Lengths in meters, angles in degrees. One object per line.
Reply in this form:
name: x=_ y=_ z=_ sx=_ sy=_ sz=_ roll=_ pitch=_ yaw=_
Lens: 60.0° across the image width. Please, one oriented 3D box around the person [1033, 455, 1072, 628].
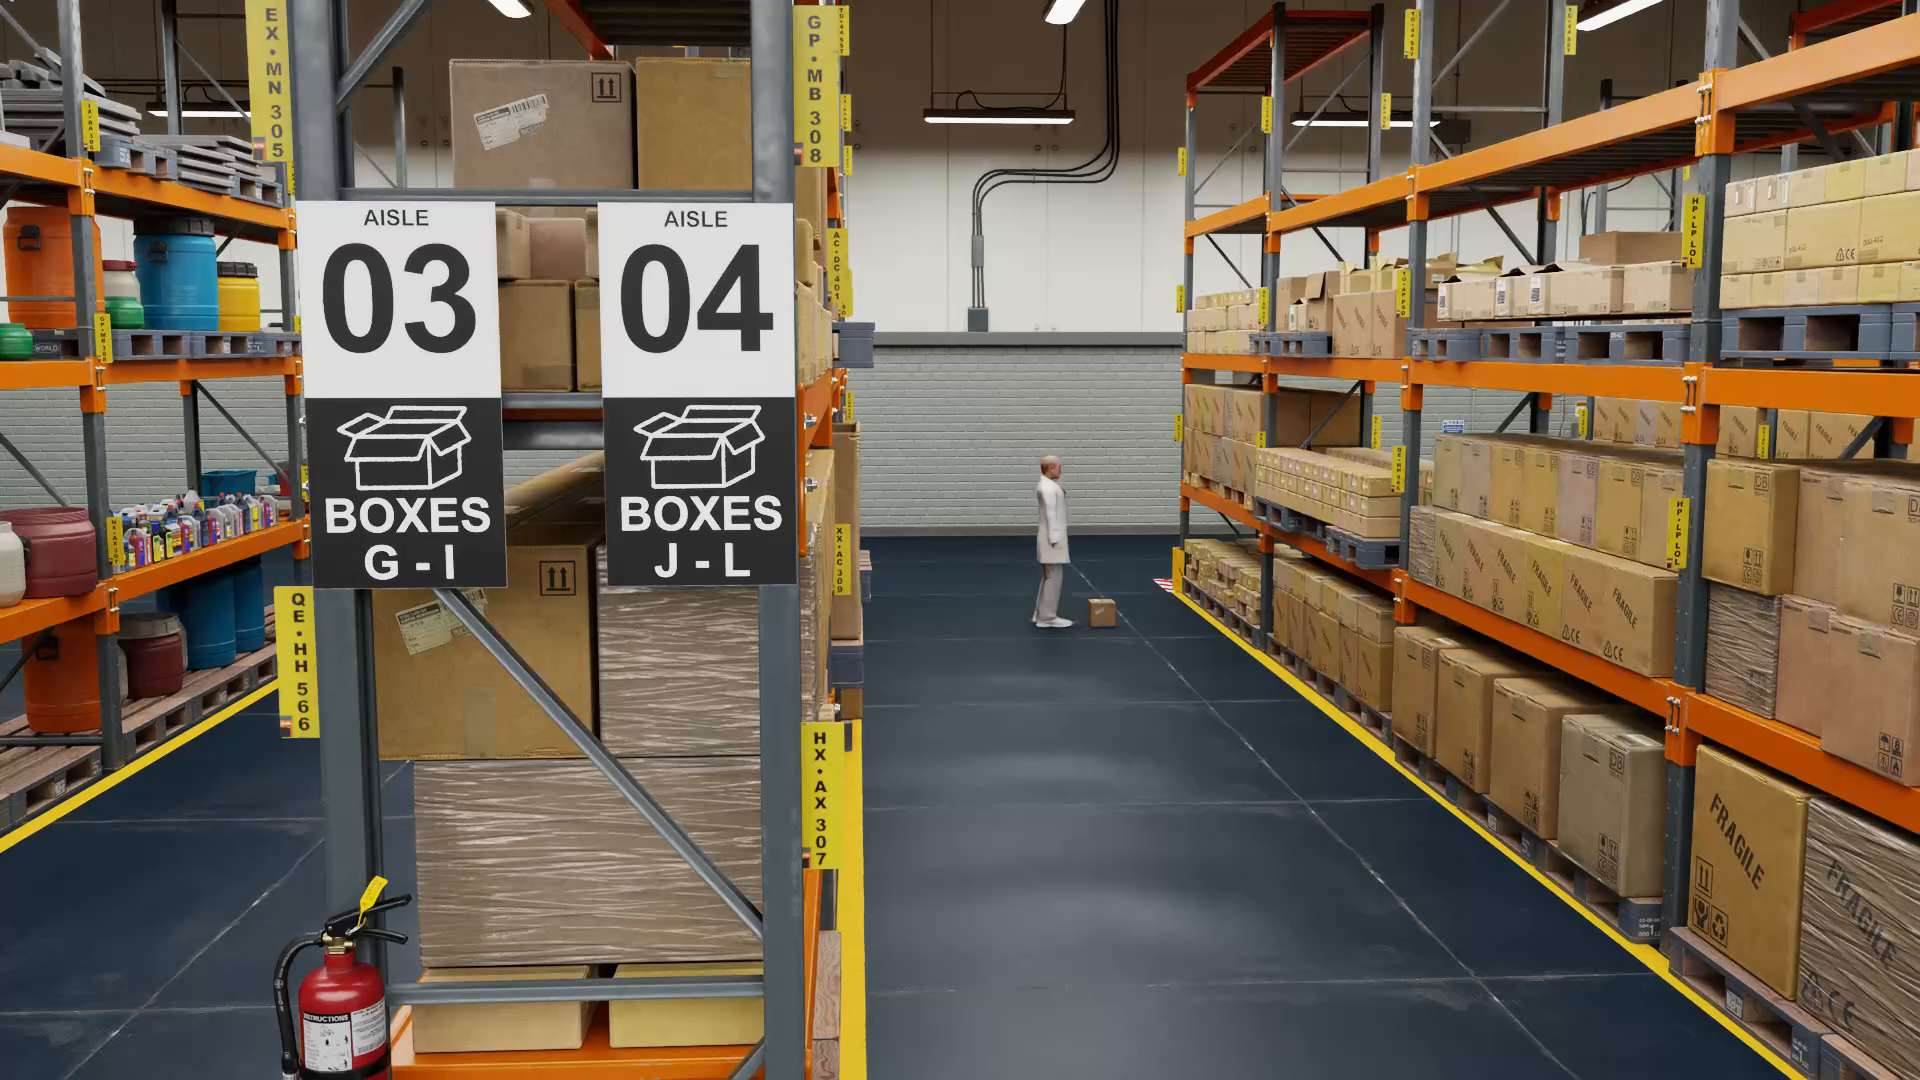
person: x=0.960 y=0.015 z=17.262 sx=0.389 sy=1.790 sz=0.562 roll=0 pitch=7 yaw=-2
